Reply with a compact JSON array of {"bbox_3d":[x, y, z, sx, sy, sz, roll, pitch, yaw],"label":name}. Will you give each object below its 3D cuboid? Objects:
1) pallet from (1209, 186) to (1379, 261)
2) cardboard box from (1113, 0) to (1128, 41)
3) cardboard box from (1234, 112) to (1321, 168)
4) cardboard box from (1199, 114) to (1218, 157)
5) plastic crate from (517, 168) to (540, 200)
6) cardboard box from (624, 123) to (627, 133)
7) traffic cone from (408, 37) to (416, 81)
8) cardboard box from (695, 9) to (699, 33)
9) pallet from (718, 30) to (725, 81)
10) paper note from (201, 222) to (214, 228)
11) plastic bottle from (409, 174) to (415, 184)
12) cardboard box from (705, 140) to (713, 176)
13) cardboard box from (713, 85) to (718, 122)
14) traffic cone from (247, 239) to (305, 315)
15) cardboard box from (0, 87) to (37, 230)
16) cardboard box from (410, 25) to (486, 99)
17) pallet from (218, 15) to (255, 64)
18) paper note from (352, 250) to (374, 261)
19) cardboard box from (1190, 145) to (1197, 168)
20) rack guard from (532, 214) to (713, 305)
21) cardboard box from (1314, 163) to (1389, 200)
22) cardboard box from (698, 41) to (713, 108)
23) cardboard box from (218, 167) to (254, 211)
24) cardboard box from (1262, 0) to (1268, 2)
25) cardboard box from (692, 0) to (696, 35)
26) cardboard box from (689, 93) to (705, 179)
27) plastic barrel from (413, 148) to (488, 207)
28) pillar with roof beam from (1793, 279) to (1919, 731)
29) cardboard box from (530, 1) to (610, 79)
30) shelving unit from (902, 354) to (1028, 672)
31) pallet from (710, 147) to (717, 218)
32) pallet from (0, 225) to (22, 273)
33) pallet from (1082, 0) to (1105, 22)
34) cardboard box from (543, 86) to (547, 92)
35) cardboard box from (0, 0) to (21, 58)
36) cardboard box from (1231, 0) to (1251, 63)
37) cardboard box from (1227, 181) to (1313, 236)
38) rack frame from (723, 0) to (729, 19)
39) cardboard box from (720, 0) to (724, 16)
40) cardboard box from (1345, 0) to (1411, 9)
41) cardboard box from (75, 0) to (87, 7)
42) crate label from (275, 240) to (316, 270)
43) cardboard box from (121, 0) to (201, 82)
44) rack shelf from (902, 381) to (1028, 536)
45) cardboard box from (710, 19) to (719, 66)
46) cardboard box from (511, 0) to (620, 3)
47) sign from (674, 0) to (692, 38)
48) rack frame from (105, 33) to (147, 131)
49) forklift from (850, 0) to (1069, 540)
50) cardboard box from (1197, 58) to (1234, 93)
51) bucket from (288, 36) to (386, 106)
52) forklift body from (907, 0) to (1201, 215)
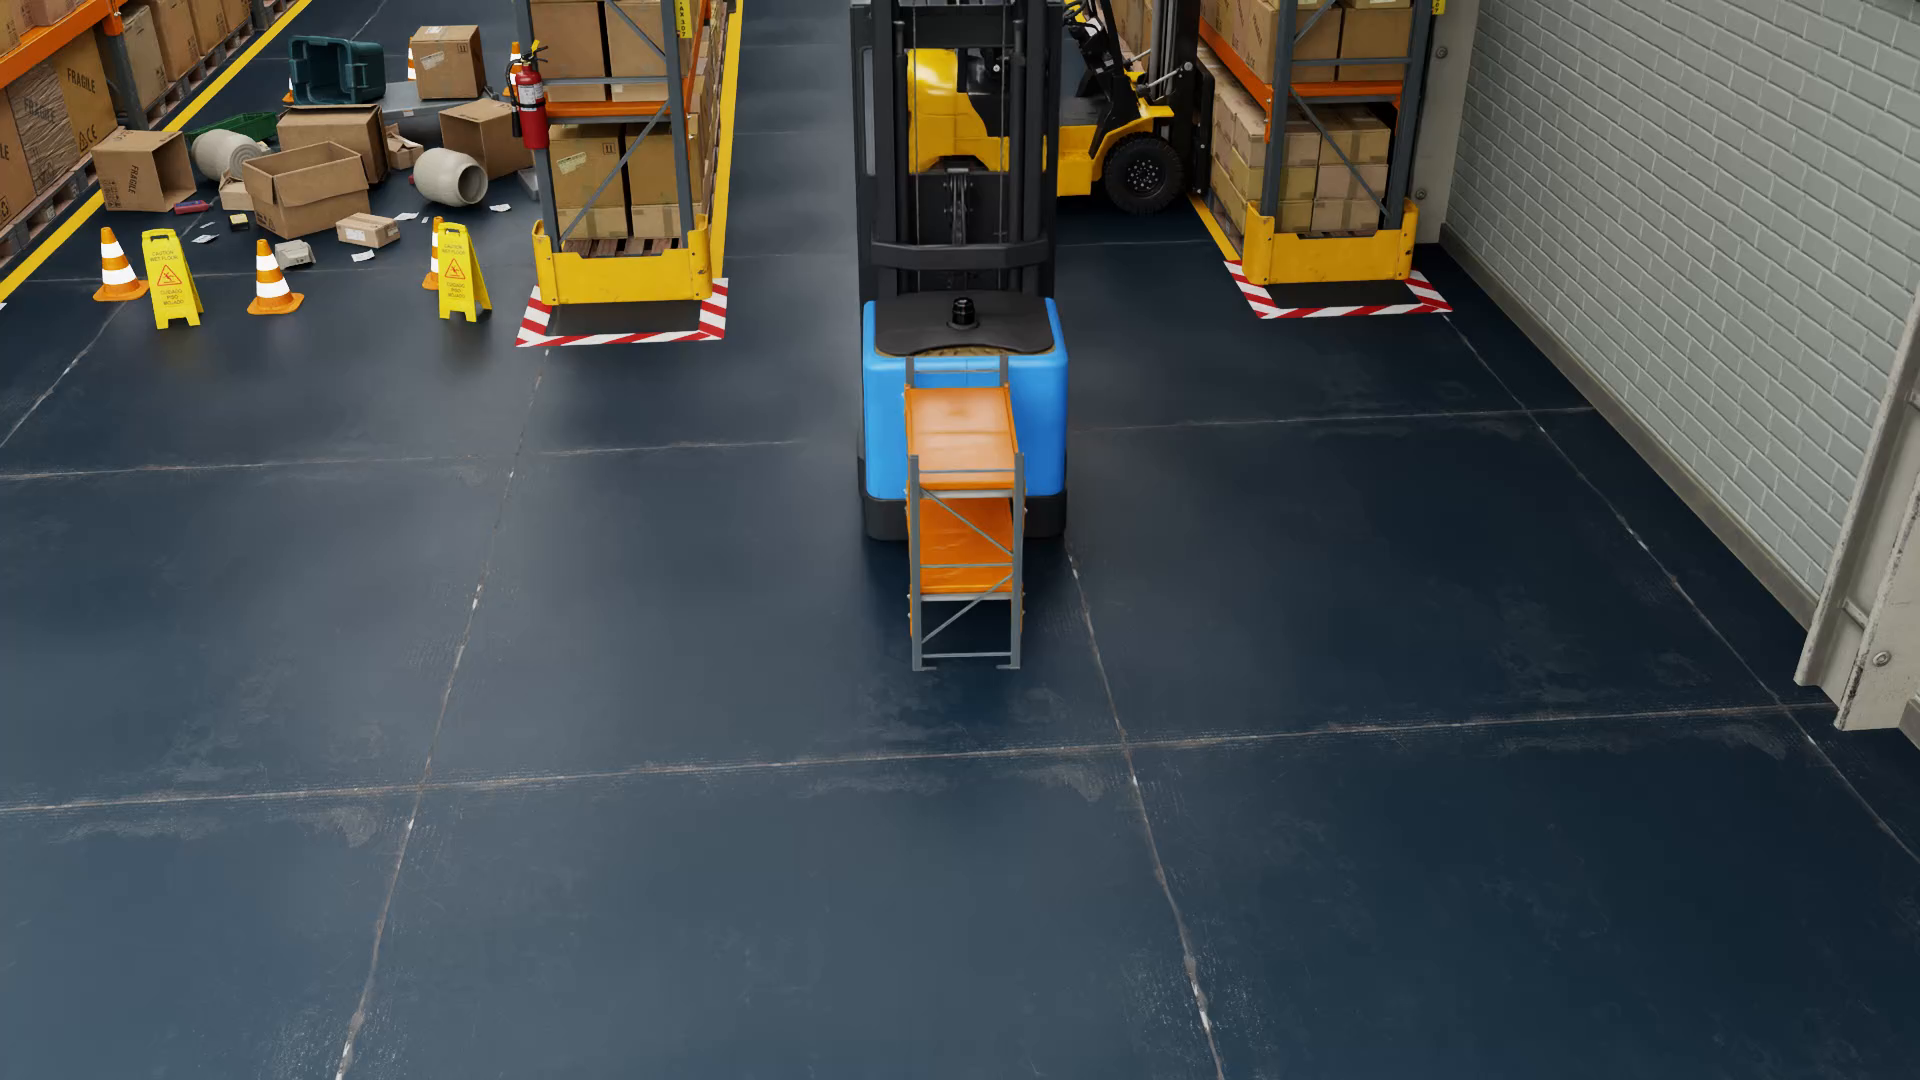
[{"bbox_3d":[2.512,-2.411,12.580,1.003,0.211,1.213,-3,31,-5],"label":"pallet"},{"bbox_3d":[2.054,-5.469,16.887,0.875,0.625,0.625,-4,31,-7],"label":"cardboard box"},{"bbox_3d":[2.271,-2.869,11.925,0.500,0.250,0.500,-2,31,-3],"label":"cardboard box"},{"bbox_3d":[2.163,-3.187,12.944,0.500,0.250,0.500,-3,31,-6],"label":"cardboard box"},{"bbox_3d":[-3.360,-2.928,13.574,0.402,0.080,0.583,-14,33,-22],"label":"plastic crate"},{"bbox_3d":[-2.704,-2.964,12.328,0.500,0.500,0.500,-2,31,-3],"label":"cardboard box"},{"bbox_3d":[-5.223,-4.599,15.998,0.336,0.463,0.334,-3,31,-5],"label":"traffic cone"},{"bbox_3d":[-2.205,-3.984,12.741,0.380,0.149,0.250,-2,31,-4],"label":"cardboard box"},{"bbox_3d":[-2.882,-4.847,16.658,1.003,0.211,1.213,-3,31,-5],"label":"pallet"},{"bbox_3d":[-5.795,-2.425,12.800,0.032,0.001,0.123,13,33,21],"label":"paper note"},{"bbox_3d":[-4.437,-3.012,13.733,0.133,0.061,0.283,2,31,4],"label":"plastic bottle"},{"bbox_3d":[-2.221,-2.944,13.025,0.500,0.250,0.500,-1,31,-1],"label":"cardboard box"},{"bbox_3d":[-2.368,-3.733,14.346,0.500,0.250,0.500,-1,31,-2],"label":"cardboard box"},{"bbox_3d":[-4.715,-1.822,11.349,0.336,0.463,0.334,-3,31,-5],"label":"traffic cone"},{"bbox_3d":[-7.449,-2.751,12.094,0.875,0.875,0.875,-3,31,-5],"label":"cardboard box"},{"bbox_3d":[-4.460,-4.173,14.511,0.500,0.500,0.500,-3,31,-5],"label":"cardboard box"},{"bbox_3d":[-7.985,-5.172,17.203,1.003,0.211,1.213,-3,31,-5],"label":"pallet"},{"bbox_3d":[-4.387,-2.092,12.223,0.148,0.019,0.142,-14,33,-22],"label":"paper note"},{"bbox_3d":[2.121,-3.218,13.485,0.500,0.250,0.500,-2,31,-3],"label":"cardboard box"},{"bbox_3d":[-2.324,-1.945,11.520,1.175,0.500,0.348,-3,31,-5],"label":"rack guard"},{"bbox_3d":[2.788,-2.684,12.103,0.500,0.250,0.500,-2,31,-4],"label":"cardboard box"},{"bbox_3d":[-2.319,-3.795,13.719,0.500,0.500,0.500,-2,31,-4],"label":"cardboard box"},{"bbox_3d":[-5.615,-2.770,13.129,0.396,0.266,0.258,2,31,4],"label":"cardboard box"},{"bbox_3d":[2.260,-3.834,11.513,0.380,0.149,0.250,-2,31,-4],"label":"cardboard box"},{"bbox_3d":[-2.185,-3.930,12.017,0.500,0.500,0.500,-3,31,-6],"label":"cardboard box"},{"bbox_3d":[-2.173,-3.006,12.397,0.500,0.500,0.500,-4,31,-6],"label":"cardboard box"},{"bbox_3d":[-4.017,-2.856,13.118,0.512,0.421,0.421,20,36,29],"label":"plastic barrel"},{"bbox_3d":[-0.269,-2.924,4.870,9.100,9.000,0.400,-3,31,-5],"label":"pillar with roof beam"},{"bbox_3d":[-2.642,-3.414,11.153,0.500,0.500,0.500,-3,31,-5],"label":"cardboard box"},{"bbox_3d":[0.008,-0.144,7.894,0.538,1.125,1.048,-1,31,-2],"label":"shelving unit"},{"bbox_3d":[-2.476,-2.859,13.331,1.003,0.211,1.213,-3,31,-5],"label":"pallet"},{"bbox_3d":[-7.388,-1.898,11.722,1.003,0.211,1.213,-3,31,-5],"label":"pallet"},{"bbox_3d":[1.915,-5.685,18.061,1.003,0.211,1.213,-3,31,-5],"label":"pallet"},{"bbox_3d":[-2.699,-3.177,11.388,0.380,0.149,0.250,-3,31,-5],"label":"cardboard box"},{"bbox_3d":[-7.407,-3.783,12.012,0.875,0.550,0.500,-3,31,-5],"label":"cardboard box"},{"bbox_3d":[2.278,-3.766,12.033,0.500,0.500,0.500,-2,31,-3],"label":"cardboard box"},{"bbox_3d":[2.266,-2.444,12.189,0.500,0.250,0.500,-3,31,-4],"label":"cardboard box"},{"bbox_3d":[-3.064,-7.064,17.652,1.000,3.000,0.127,-3,31,-5],"label":"rack frame"},{"bbox_3d":[-3.022,-5.827,17.734,0.950,0.372,0.625,-5,31,-8],"label":"cardboard box"},{"bbox_3d":[2.851,-3.727,11.334,0.380,0.149,0.250,-4,31,-6],"label":"cardboard box"},{"bbox_3d":[-7.563,-4.610,13.396,0.875,0.550,0.550,-3,31,-5],"label":"cardboard box"},{"bbox_3d":[-4.850,-2.080,12.099,0.250,0.136,0.298,-20,36,-30],"label":"crate label"},{"bbox_3d":[-7.843,-4.753,15.567,1.050,0.750,0.750,-3,31,-5],"label":"cardboard box"},{"bbox_3d":[0.008,-0.395,7.744,0.538,0.278,1.000,-1,31,-2],"label":"rack shelf"},{"bbox_3d":[-2.813,-4.709,15.861,0.950,0.372,0.625,-1,31,-1],"label":"cardboard box"},{"bbox_3d":[-2.582,-3.830,10.874,0.700,0.500,0.500,-3,31,-6],"label":"cardboard box"},{"bbox_3d":[-1.777,-3.378,10.635,0.100,0.325,0.005,-3,31,-5],"label":"sign"},{"bbox_3d":[-7.610,-4.733,13.749,1.000,3.000,0.127,-3,31,-5],"label":"rack frame"},{"bbox_3d":[-0.031,-1.979,9.205,1.130,2.935,3.031,-1,31,-2],"label":"forklift"},{"bbox_3d":[2.121,-3.645,13.225,0.500,0.250,0.500,-3,31,-6],"label":"cardboard box"},{"bbox_3d":[-5.301,-4.021,14.267,0.726,0.611,0.620,8,22,13],"label":"bucket"},{"bbox_3d":[0.631,-3.736,12.907,2.313,2.155,1.214,-3,31,-5],"label":"forklift body"}]
